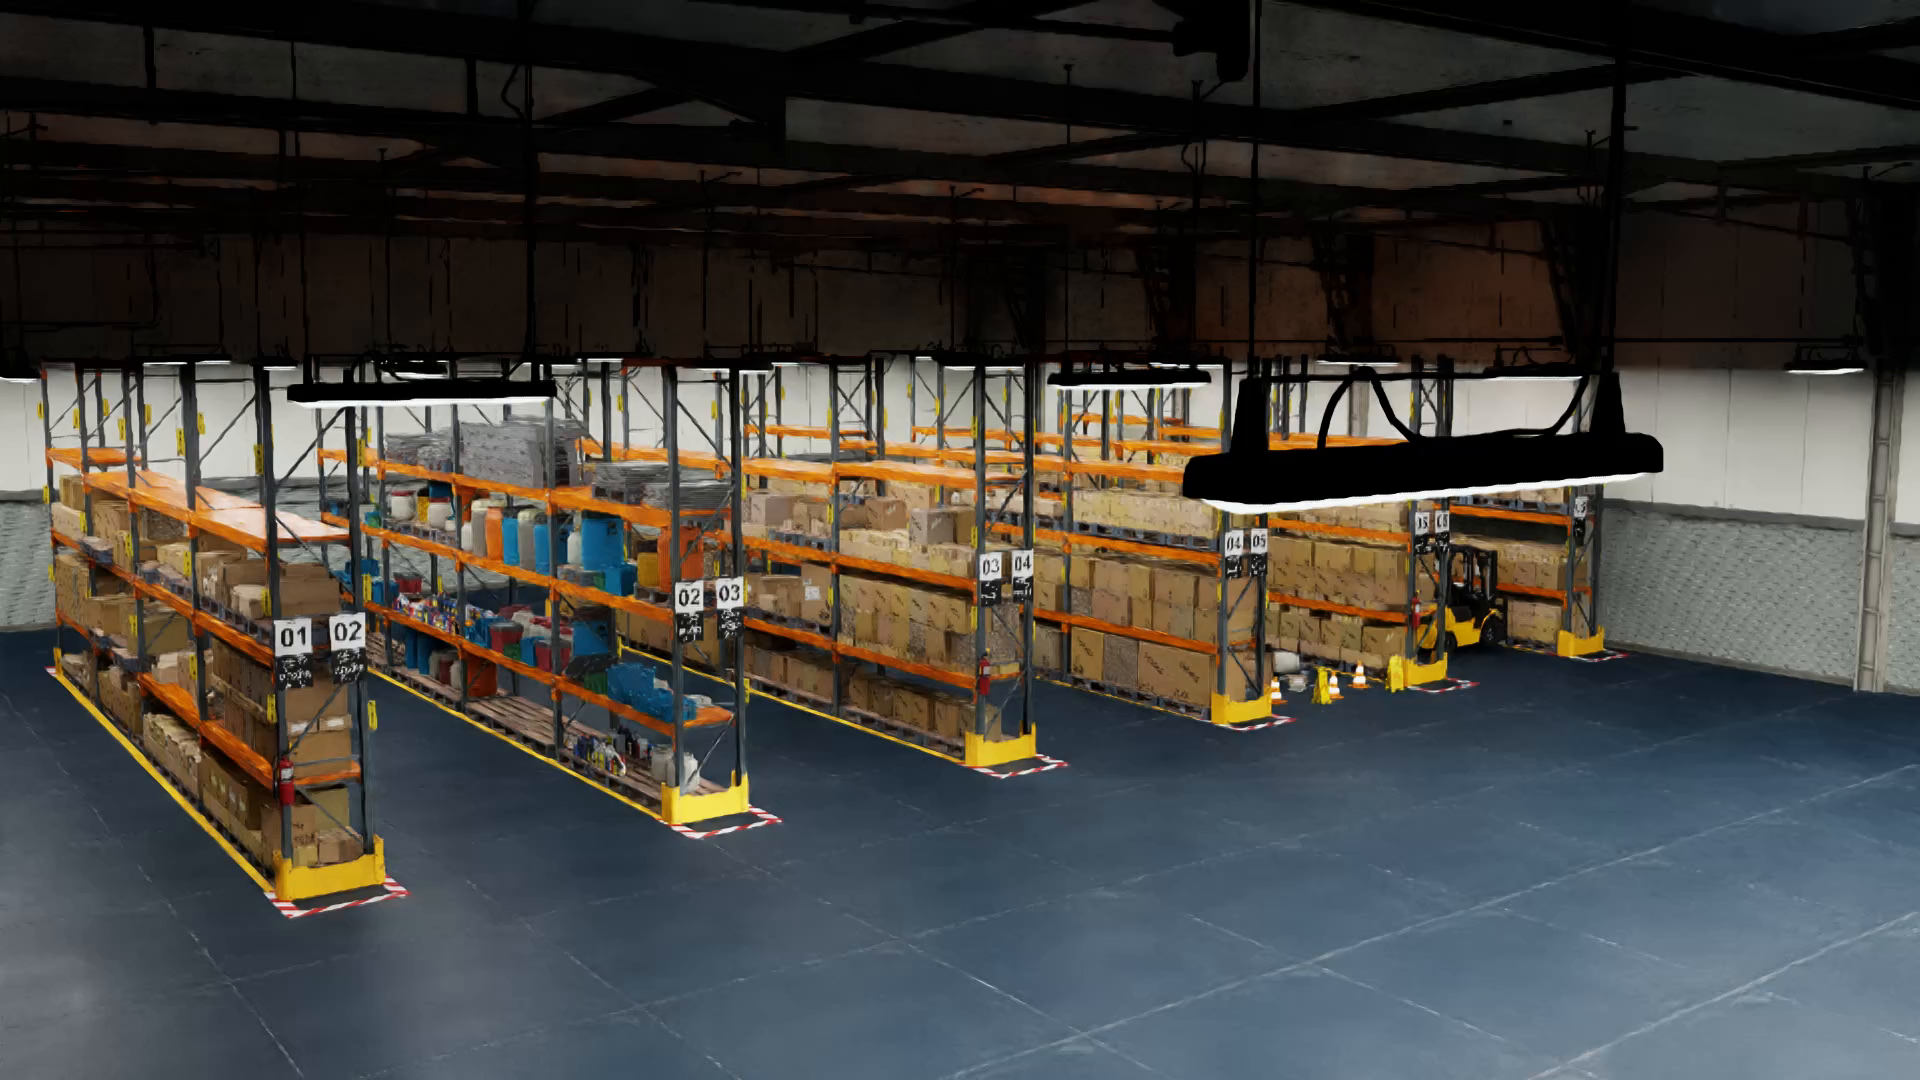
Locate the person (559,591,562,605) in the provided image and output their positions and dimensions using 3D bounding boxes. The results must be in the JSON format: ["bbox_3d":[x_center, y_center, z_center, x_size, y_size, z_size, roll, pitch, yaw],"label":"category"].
[{"bbox_3d":[-9.156,0.852,38.920,0.658,1.654,0.472,2,7,13],"label":"person"}]

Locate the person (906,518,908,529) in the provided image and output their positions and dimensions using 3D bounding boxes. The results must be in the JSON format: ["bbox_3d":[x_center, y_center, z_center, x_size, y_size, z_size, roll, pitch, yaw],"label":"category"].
[{"bbox_3d":[-1.599,-0.216,47.175,0.703,1.759,0.456,2,7,18],"label":"person"}]
